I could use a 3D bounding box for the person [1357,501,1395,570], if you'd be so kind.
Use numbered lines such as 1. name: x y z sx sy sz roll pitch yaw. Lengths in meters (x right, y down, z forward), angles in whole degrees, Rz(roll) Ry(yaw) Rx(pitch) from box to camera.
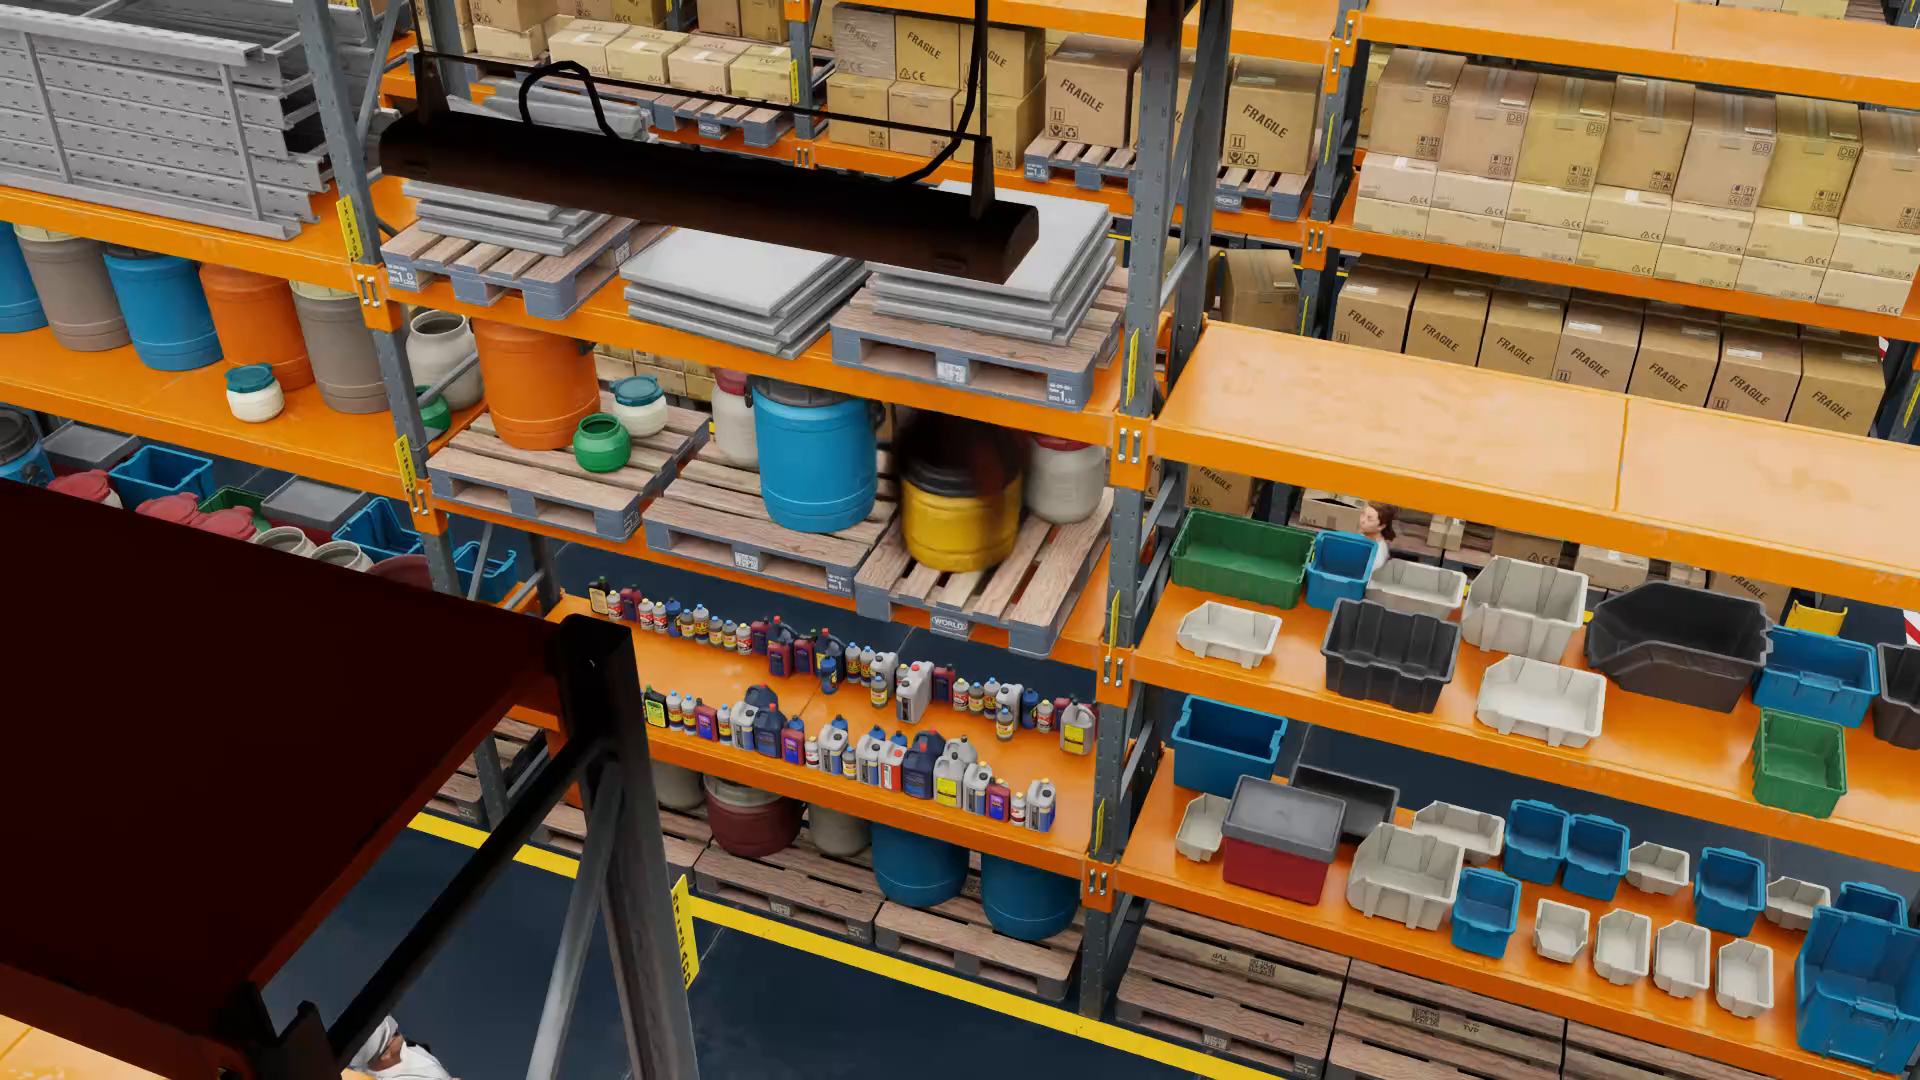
1. person: 2.665 0.422 11.252 1.062 1.615 0.598 11 38 14

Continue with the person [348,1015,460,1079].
1. person: -2.543 2.828 7.910 0.489 1.850 0.577 -15 39 -19
